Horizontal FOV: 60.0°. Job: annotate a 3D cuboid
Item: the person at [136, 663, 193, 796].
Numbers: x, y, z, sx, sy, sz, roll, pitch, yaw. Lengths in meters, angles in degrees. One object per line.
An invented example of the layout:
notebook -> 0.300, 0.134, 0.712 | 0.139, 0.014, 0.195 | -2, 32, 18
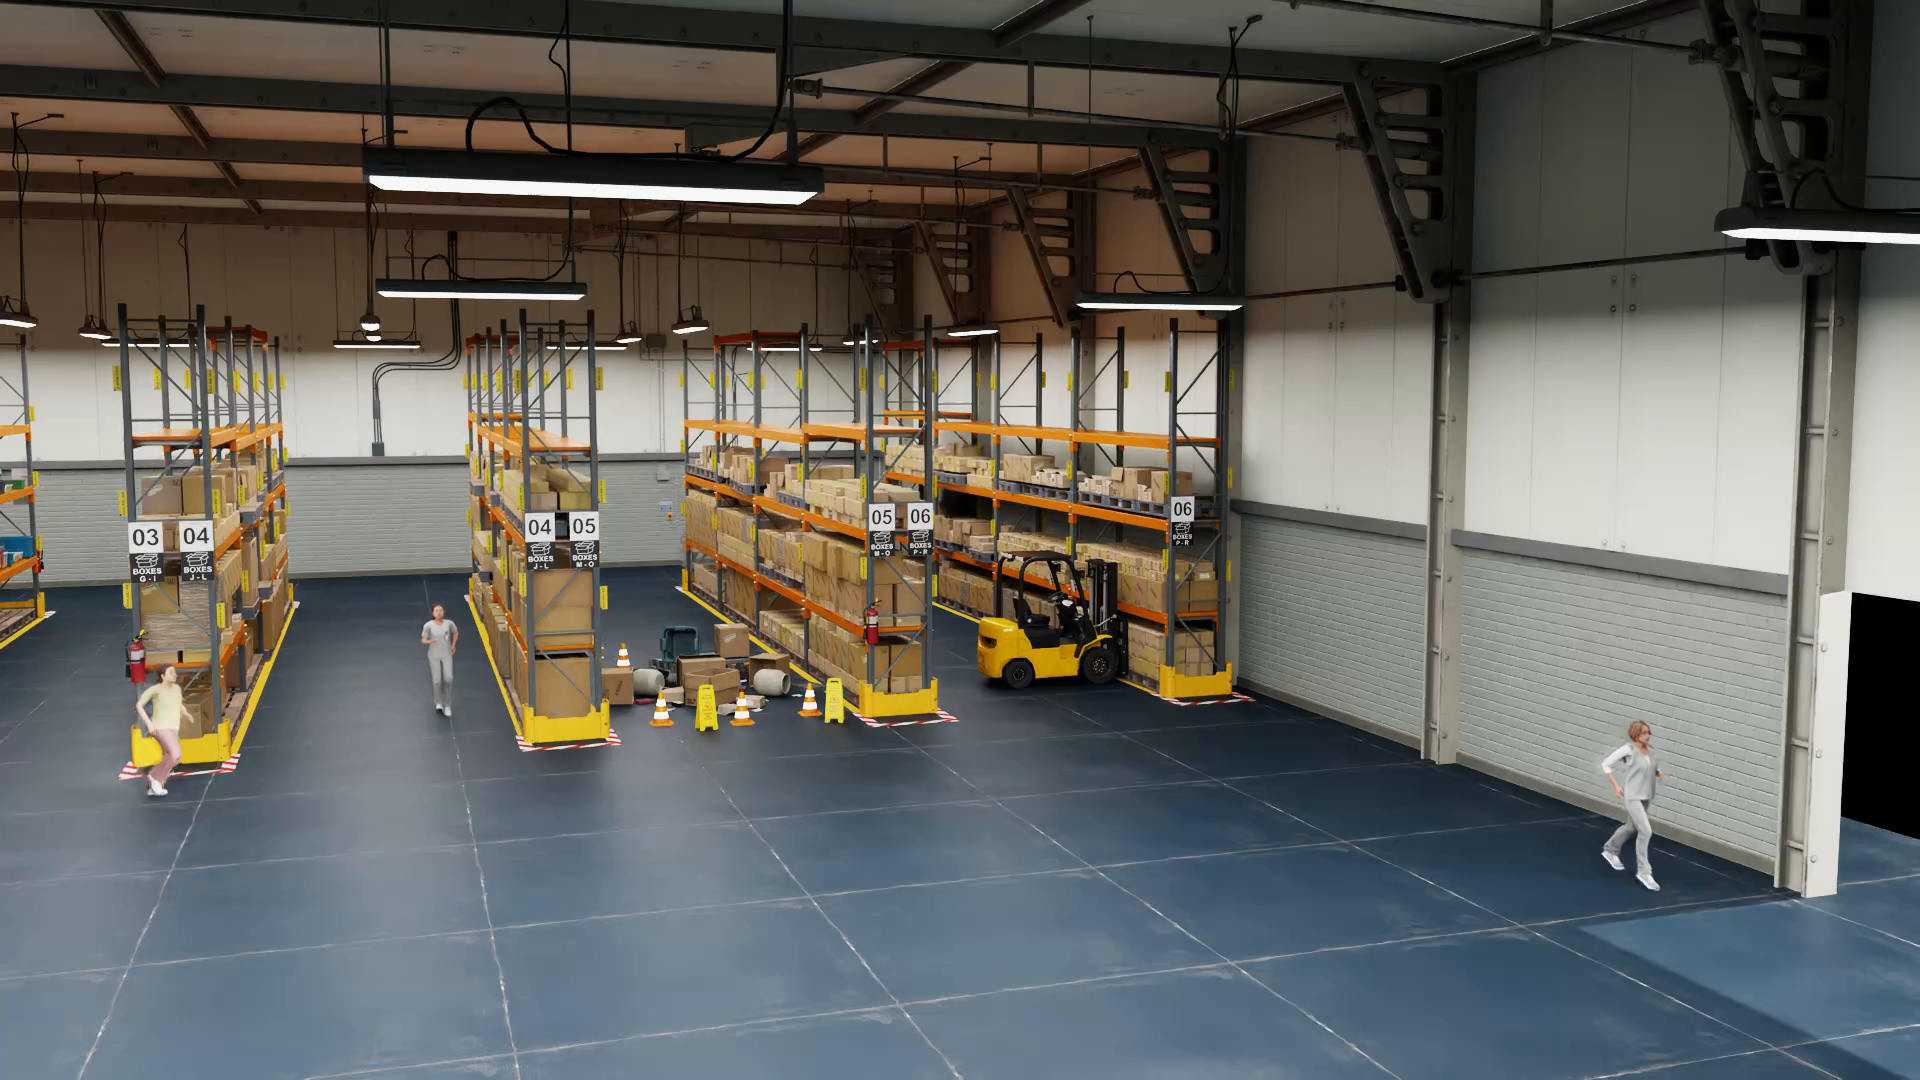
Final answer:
person -> -9.589, 2.291, 20.123 | 0.592, 1.617, 0.551 | 2, 6, 19

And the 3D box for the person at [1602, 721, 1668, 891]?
person -> 6.758, 2.615, 16.672 | 0.516, 1.637, 0.751 | -3, 6, -31

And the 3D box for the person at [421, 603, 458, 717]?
person -> -7.819, 1.799, 25.048 | 0.544, 1.705, 0.691 | -2, 6, -20

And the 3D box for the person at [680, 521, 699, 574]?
person -> -6.667, 0.236, 41.275 | 0.621, 1.719, 0.716 | 1, 6, 10
